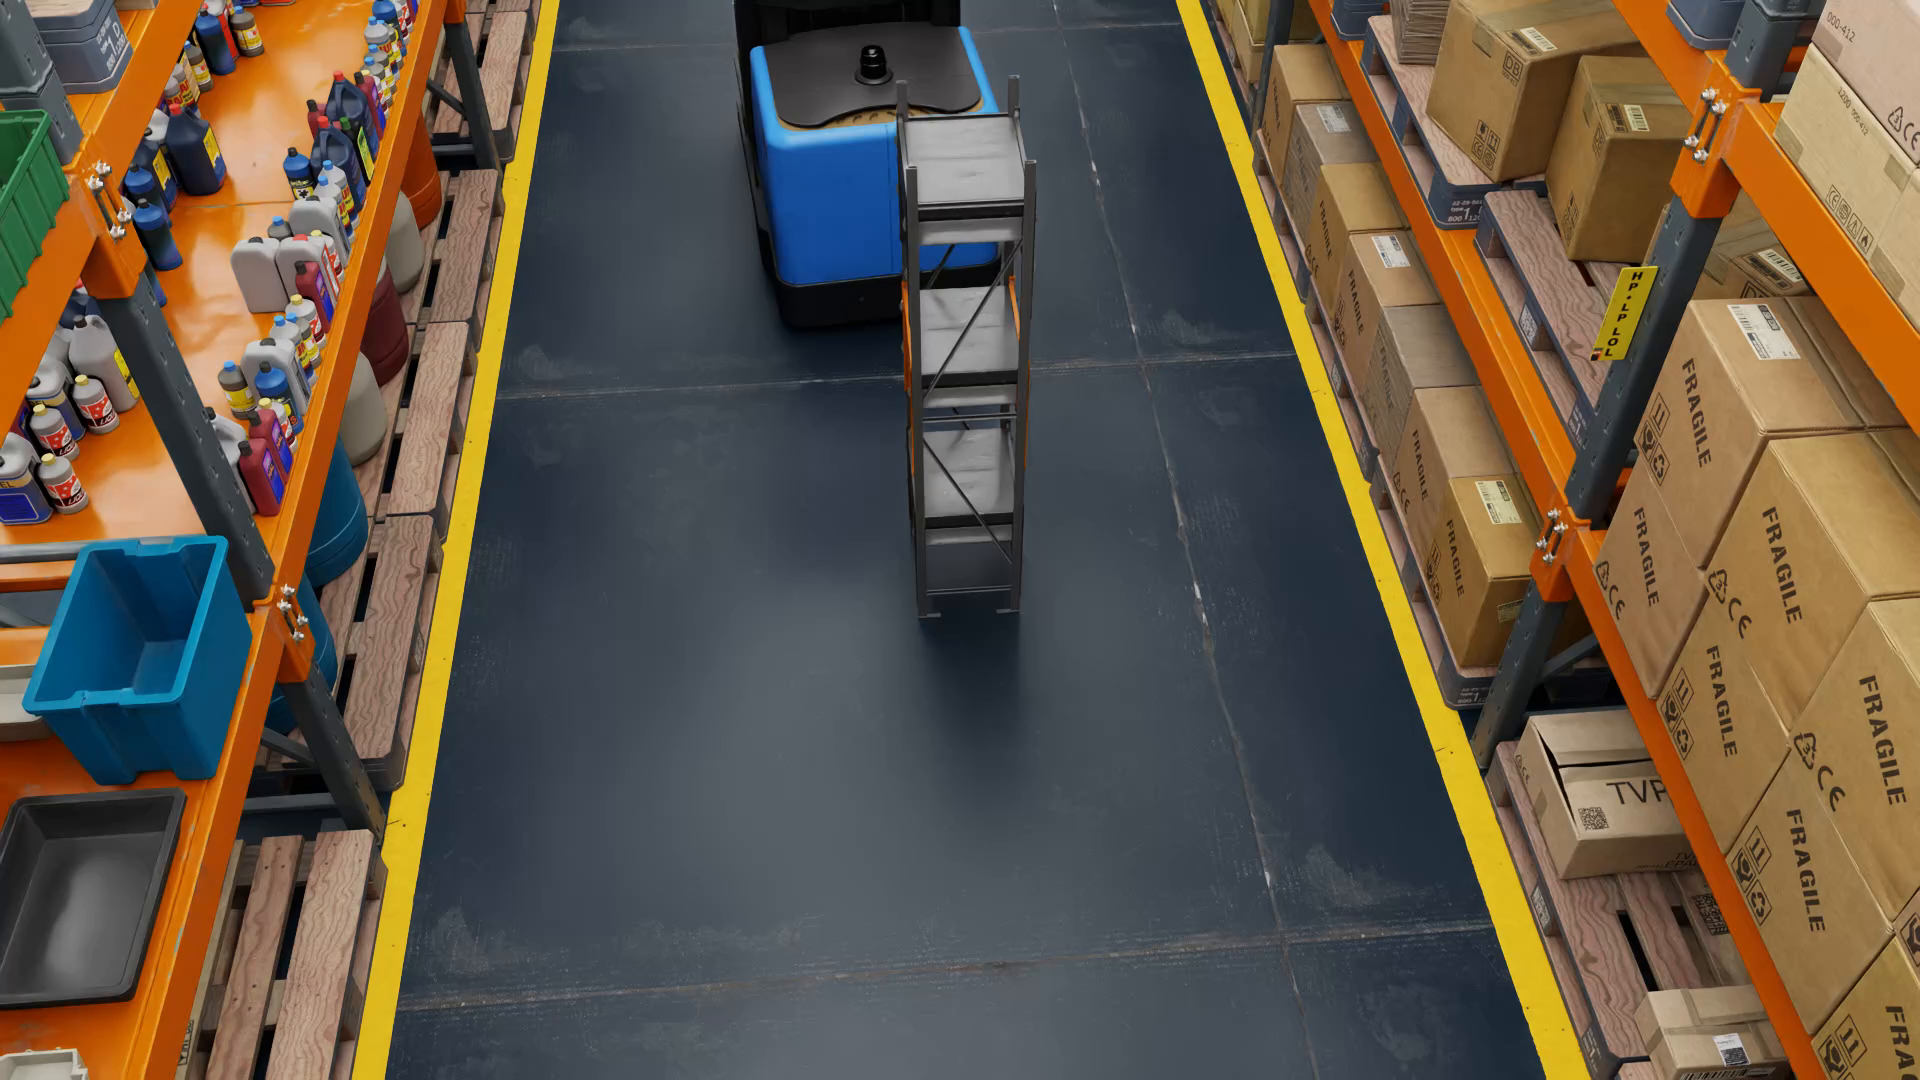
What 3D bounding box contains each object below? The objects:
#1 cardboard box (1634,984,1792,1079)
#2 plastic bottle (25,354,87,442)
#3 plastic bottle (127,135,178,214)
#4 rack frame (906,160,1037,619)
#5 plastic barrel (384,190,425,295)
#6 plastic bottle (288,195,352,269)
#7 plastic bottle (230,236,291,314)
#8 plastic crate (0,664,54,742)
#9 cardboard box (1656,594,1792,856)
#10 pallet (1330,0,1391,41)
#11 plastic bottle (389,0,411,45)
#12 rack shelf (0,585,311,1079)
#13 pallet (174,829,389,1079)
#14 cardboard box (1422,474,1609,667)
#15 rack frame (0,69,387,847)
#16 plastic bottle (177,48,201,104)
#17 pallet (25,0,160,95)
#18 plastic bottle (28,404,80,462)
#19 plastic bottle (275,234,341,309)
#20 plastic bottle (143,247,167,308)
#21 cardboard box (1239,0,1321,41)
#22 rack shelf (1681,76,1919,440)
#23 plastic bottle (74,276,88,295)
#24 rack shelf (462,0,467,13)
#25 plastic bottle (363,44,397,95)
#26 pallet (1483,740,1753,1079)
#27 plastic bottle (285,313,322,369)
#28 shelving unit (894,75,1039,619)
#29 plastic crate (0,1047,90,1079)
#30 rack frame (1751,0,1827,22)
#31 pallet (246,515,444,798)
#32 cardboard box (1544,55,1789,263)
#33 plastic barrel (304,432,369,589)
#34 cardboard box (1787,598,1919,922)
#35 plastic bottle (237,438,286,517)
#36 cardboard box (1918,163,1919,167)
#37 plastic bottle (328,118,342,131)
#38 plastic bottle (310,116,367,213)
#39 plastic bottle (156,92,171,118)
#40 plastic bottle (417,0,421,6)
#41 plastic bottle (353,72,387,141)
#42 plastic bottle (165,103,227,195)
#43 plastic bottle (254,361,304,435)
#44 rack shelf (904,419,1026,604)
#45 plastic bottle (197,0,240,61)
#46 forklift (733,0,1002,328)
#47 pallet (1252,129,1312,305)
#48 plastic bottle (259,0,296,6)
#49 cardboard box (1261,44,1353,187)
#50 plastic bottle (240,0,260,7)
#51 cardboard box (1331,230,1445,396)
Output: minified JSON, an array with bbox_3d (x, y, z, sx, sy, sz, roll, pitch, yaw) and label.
[{"bbox_3d":[2.295,1.502,5.046,0.380,0.166,0.250,-3,47,-3],"label":"cardboard box"},{"bbox_3d":[-2.929,-0.452,5.334,0.152,0.276,0.135,-3,47,-3],"label":"plastic bottle"},{"bbox_3d":[-3.039,-1.390,6.171,0.144,0.351,0.185,-3,47,-3],"label":"plastic bottle"},{"bbox_3d":[0.034,-0.426,5.844,0.400,2.100,0.015,-3,47,-3],"label":"rack frame"},{"bbox_3d":[-2.684,-1.391,7.563,0.421,0.512,0.421,0,47,0],"label":"plastic barrel"},{"bbox_3d":[-2.299,-1.118,5.964,0.152,0.276,0.135,-3,47,-3],"label":"plastic bottle"},{"bbox_3d":[-2.432,-0.941,5.797,0.152,0.276,0.135,-3,47,-3],"label":"plastic bottle"},{"bbox_3d":[-2.647,0.451,4.534,0.396,0.136,0.243,-3,47,-3],"label":"plastic crate"},{"bbox_3d":[2.210,0.458,4.318,0.500,0.500,0.500,-3,47,-3],"label":"cardboard box"},{"bbox_3d":[2.185,-2.605,7.420,1.213,0.211,1.003,-3,47,-3],"label":"pallet"},{"bbox_3d":[-2.400,-2.202,7.042,0.097,0.201,0.097,0,47,0],"label":"plastic bottle"},{"bbox_3d":[-2.376,1.730,3.678,1.077,0.370,4.000,-3,47,-3],"label":"rack shelf"},{"bbox_3d":[-2.443,1.524,5.298,1.003,0.211,1.213,-3,47,-3],"label":"pallet"},{"bbox_3d":[2.066,0.106,6.139,0.500,0.500,0.500,-4,47,-4],"label":"cardboard box"},{"bbox_3d":[-2.543,0.035,4.787,1.000,3.000,0.127,-3,47,-3],"label":"rack frame"},{"bbox_3d":[-3.140,-1.884,6.685,0.061,0.283,0.133,-3,47,-3],"label":"plastic bottle"},{"bbox_3d":[-2.706,-1.492,4.298,1.213,0.211,1.003,-3,47,-3],"label":"pallet"},{"bbox_3d":[-2.886,-0.344,5.283,0.097,0.201,0.097,0,47,0],"label":"plastic bottle"},{"bbox_3d":[-2.280,-0.950,5.806,0.152,0.276,0.135,-3,47,-3],"label":"plastic bottle"},{"bbox_3d":[-2.860,-0.933,5.793,0.097,0.271,0.097,0,47,0],"label":"plastic bottle"},{"bbox_3d":[1.769,-2.913,8.797,0.500,0.311,0.500,-2,47,-2],"label":"cardboard box"},{"bbox_3d":[2.560,0.400,2.871,1.077,0.370,4.000,-3,47,-3],"label":"rack shelf"},{"bbox_3d":[-2.971,-0.817,5.679,0.152,0.276,0.135,-3,47,-3],"label":"plastic bottle"},{"bbox_3d":[-3.046,-4.058,9.159,1.077,0.370,4.000,-3,47,-3],"label":"rack shelf"},{"bbox_3d":[-2.368,-1.920,6.776,0.097,0.201,0.097,0,47,0],"label":"plastic bottle"},{"bbox_3d":[2.449,1.193,5.611,1.003,0.211,1.213,-3,47,-3],"label":"pallet"},{"bbox_3d":[-2.224,-0.675,5.597,0.097,0.201,0.097,0,47,0],"label":"plastic bottle"},{"bbox_3d":[0.014,-0.602,6.011,0.431,2.100,0.503,-3,47,-3],"label":"shelving unit"},{"bbox_3d":[-2.098,1.347,3.685,0.293,0.136,0.466,-3,47,-3],"label":"plastic crate"},{"bbox_3d":[2.393,-2.326,2.891,1.000,3.000,0.127,-3,47,-3],"label":"rack frame"},{"bbox_3d":[-2.566,0.434,6.331,1.003,0.211,1.213,-3,47,-3],"label":"pallet"},{"bbox_3d":[2.455,-1.292,5.686,0.700,0.500,0.500,3,47,3],"label":"cardboard box"},{"bbox_3d":[-2.631,-0.294,6.255,0.600,0.901,0.708,-3,47,-3],"label":"plastic barrel"},{"bbox_3d":[2.238,0.462,3.625,0.500,0.500,0.500,-5,47,-4],"label":"cardboard box"},{"bbox_3d":[-2.149,-0.216,5.105,0.061,0.283,0.133,-3,47,-3],"label":"plastic bottle"},{"bbox_3d":[2.230,-0.686,3.163,0.500,0.250,0.500,-3,47,-3],"label":"cardboard box"},{"bbox_3d":[-2.358,-1.491,6.313,0.061,0.283,0.133,-3,47,-3],"label":"plastic bottle"},{"bbox_3d":[-2.325,-1.400,6.180,0.144,0.351,0.185,-3,47,-3],"label":"plastic bottle"},{"bbox_3d":[-3.113,-1.647,6.461,0.061,0.283,0.133,-3,47,-3],"label":"plastic bottle"},{"bbox_3d":[-2.428,-2.439,7.267,0.097,0.201,0.097,0,47,0],"label":"plastic bottle"},{"bbox_3d":[-2.324,-1.725,6.534,0.061,0.283,0.133,-3,47,-3],"label":"plastic bottle"},{"bbox_3d":[-2.898,-1.496,6.272,0.144,0.351,0.185,-3,47,-3],"label":"plastic bottle"},{"bbox_3d":[-2.196,-0.461,5.346,0.097,0.271,0.097,0,47,0],"label":"plastic bottle"},{"bbox_3d":[0.014,-0.112,6.529,0.431,0.518,0.480,-3,47,-3],"label":"rack shelf"},{"bbox_3d":[-3.125,-2.148,6.941,0.152,0.276,0.135,-3,47,-3],"label":"plastic bottle"},{"bbox_3d":[-0.585,-3.081,7.786,1.130,2.935,3.031,-8,47,-7],"label":"forklift"},{"bbox_3d":[2.083,-1.656,8.309,1.003,0.211,1.213,-3,47,-3],"label":"pallet"},{"bbox_3d":[-3.013,-2.492,7.267,0.152,0.276,0.135,-3,47,-3],"label":"plastic bottle"},{"bbox_3d":[1.811,-2.102,8.230,0.500,0.500,0.500,-2,47,-2],"label":"cardboard box"},{"bbox_3d":[-3.164,-2.483,7.258,0.152,0.276,0.135,-3,47,-3],"label":"plastic bottle"},{"bbox_3d":[1.947,-0.983,7.170,0.500,0.500,0.500,-5,47,-5],"label":"cardboard box"}]
